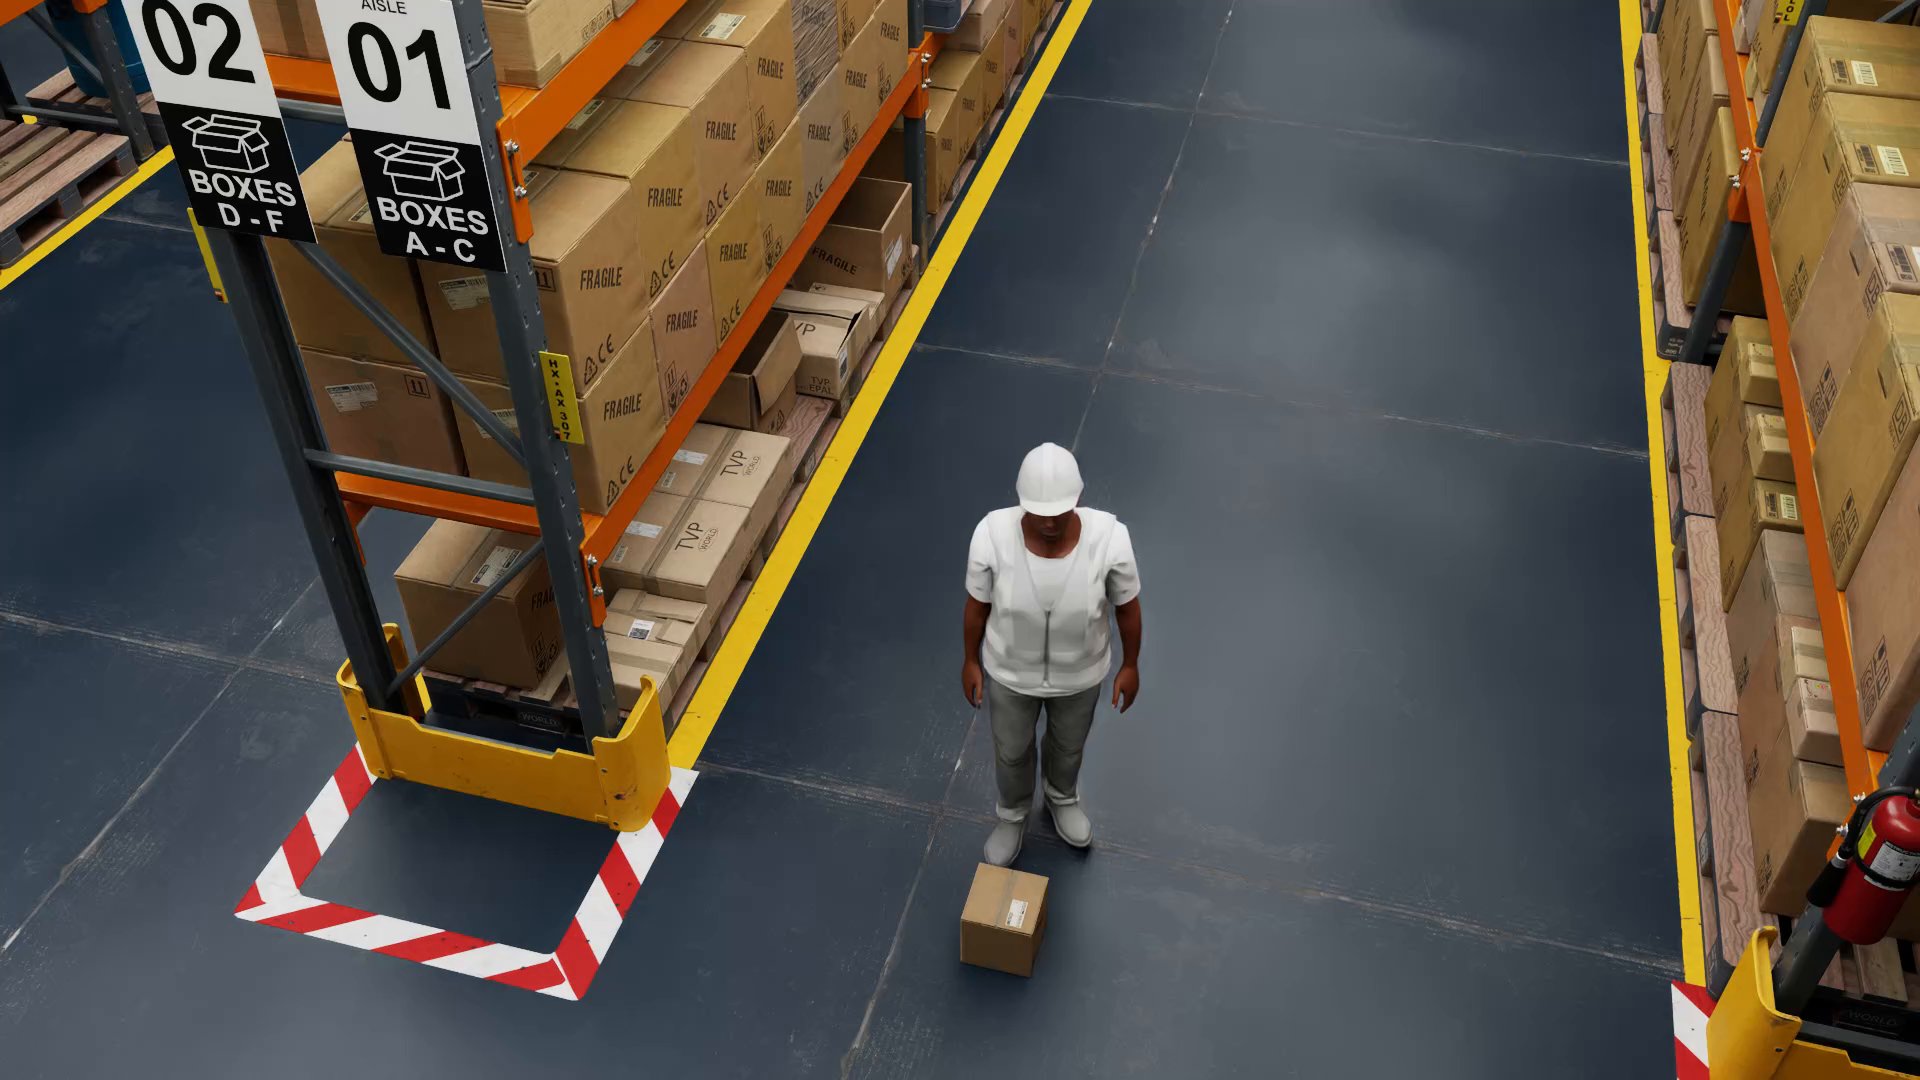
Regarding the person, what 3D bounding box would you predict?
[{"bbox_3d":[0.309,0.421,5.651,0.610,1.792,0.388,2,41,2],"label":"person"}]
